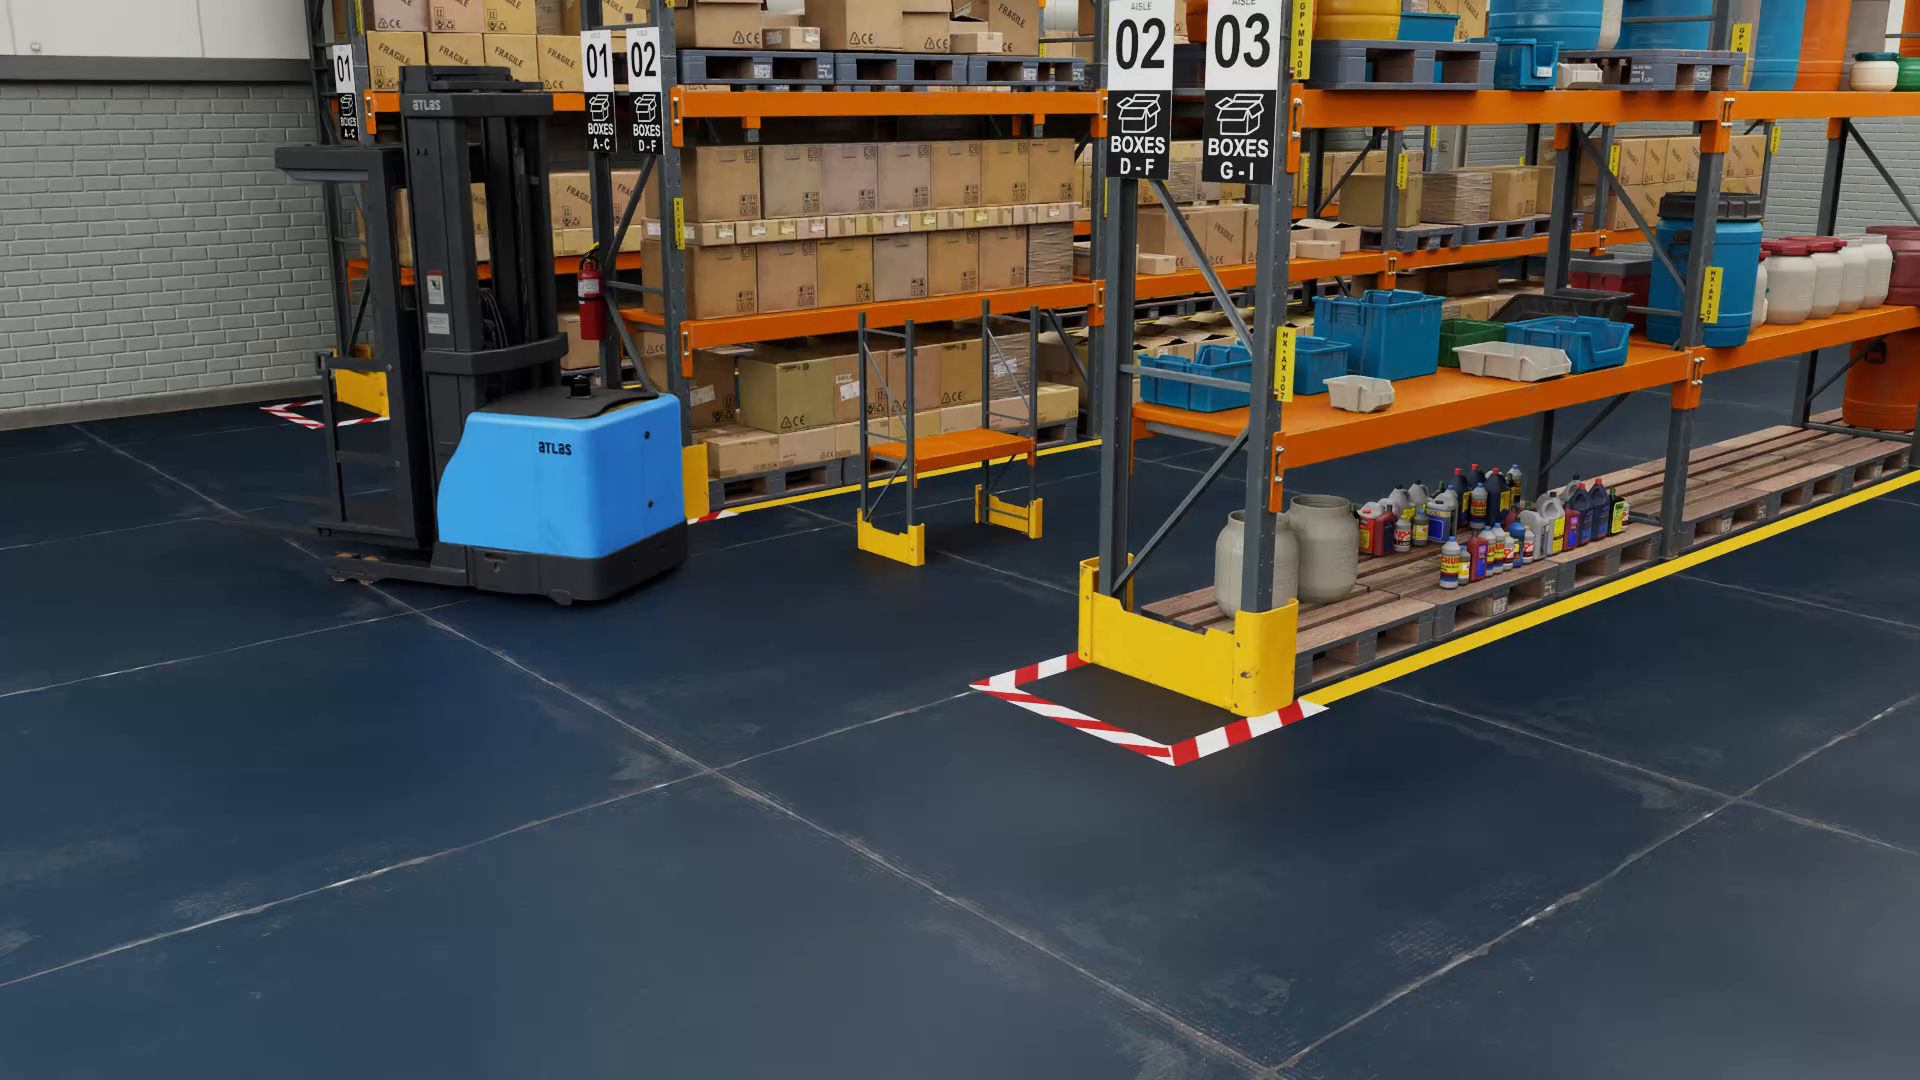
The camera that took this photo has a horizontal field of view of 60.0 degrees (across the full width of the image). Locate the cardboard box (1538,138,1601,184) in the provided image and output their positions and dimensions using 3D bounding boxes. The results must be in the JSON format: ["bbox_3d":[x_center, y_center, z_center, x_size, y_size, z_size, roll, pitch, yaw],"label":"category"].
[{"bbox_3d":[7.080,-4.409,19.313,0.500,0.500,0.500,-13,19,-39],"label":"cardboard box"}]

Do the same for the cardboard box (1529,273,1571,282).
[{"bbox_3d":[7.112,-2.898,19.779,0.500,0.500,0.500,-13,19,-39],"label":"cardboard box"}]

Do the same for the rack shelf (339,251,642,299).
[{"bbox_3d":[-3.930,-2.664,16.304,4.000,0.370,1.077,-13,19,-39],"label":"rack shelf"}]

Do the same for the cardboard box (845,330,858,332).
[{"bbox_3d":[-1.520,-2.580,18.589,0.500,0.500,0.700,-13,20,-40],"label":"cardboard box"}]

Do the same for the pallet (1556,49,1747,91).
[{"bbox_3d":[3.602,-2.638,9.368,1.003,0.211,1.213,-13,19,-39],"label":"pallet"}]

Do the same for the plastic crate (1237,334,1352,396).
[{"bbox_3d":[1.739,-0.924,8.685,0.408,0.251,0.499,-13,19,-39],"label":"plastic crate"}]

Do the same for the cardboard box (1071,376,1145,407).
[{"bbox_3d":[1.300,-1.281,14.247,0.500,0.250,0.500,-13,20,-41],"label":"cardboard box"}]

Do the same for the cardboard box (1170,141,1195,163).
[{"bbox_3d":[2.652,-4.969,21.279,0.500,0.250,0.500,-12,19,-38],"label":"cardboard box"}]

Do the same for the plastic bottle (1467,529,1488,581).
[{"bbox_3d":[2.819,0.075,9.069,0.133,0.283,0.061,-12,19,-38],"label":"plastic bottle"}]

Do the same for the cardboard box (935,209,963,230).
[{"bbox_3d":[-0.190,-2.446,12.642,0.250,0.149,0.380,-12,19,-38],"label":"cardboard box"}]

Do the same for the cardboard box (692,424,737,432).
[{"bbox_3d":[-1.974,-0.732,12.191,0.500,0.250,0.500,-13,19,-39],"label":"cardboard box"}]

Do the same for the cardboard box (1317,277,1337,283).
[{"bbox_3d":[5.015,-3.978,23.861,0.500,0.500,0.700,-12,19,-38],"label":"cardboard box"}]

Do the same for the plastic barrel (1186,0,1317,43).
[{"bbox_3d":[1.347,-2.710,7.626,0.708,0.830,0.600,-13,19,-39],"label":"plastic barrel"}]

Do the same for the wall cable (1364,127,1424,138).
[{"bbox_3d":[6.976,-6.275,26.460,1.851,1.984,0.084,-13,19,-39],"label":"wall cable"}]

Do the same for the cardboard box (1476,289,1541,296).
[{"bbox_3d":[5.927,-2.440,18.064,0.500,0.500,0.500,-12,19,-39],"label":"cardboard box"}]

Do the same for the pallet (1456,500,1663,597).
[{"bbox_3d":[3.548,0.031,10.223,1.213,0.211,1.003,-13,19,-39],"label":"pallet"}]

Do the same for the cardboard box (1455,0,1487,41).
[{"bbox_3d":[4.953,-5.290,16.798,0.500,0.500,0.500,-13,19,-39],"label":"cardboard box"}]

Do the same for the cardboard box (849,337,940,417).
[{"bbox_3d":[-0.501,-1.247,12.666,0.500,0.500,0.500,-13,19,-39],"label":"cardboard box"}]

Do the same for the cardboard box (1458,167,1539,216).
[{"bbox_3d":[5.887,-3.827,18.258,0.500,0.500,0.700,-9,17,-31],"label":"cardboard box"}]

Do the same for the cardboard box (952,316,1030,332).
[{"bbox_3d":[0.278,-1.606,14.010,0.500,0.500,0.500,-13,19,-39],"label":"cardboard box"}]

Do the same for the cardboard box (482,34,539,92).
[{"bbox_3d":[-4.205,-4.360,15.217,0.500,0.500,0.500,-12,19,-37],"label":"cardboard box"}]

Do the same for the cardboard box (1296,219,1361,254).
[{"bbox_3d":[3.547,-2.968,16.221,0.500,0.311,0.500,-11,19,-36],"label":"cardboard box"}]

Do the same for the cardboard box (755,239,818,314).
[{"bbox_3d":[-1.431,-1.924,11.945,0.500,0.500,0.700,-12,19,-38],"label":"cardboard box"}]

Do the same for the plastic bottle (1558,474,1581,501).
[{"bbox_3d":[3.691,-0.217,10.031,0.185,0.351,0.144,-13,19,-39],"label":"plastic bottle"}]

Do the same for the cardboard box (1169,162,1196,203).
[{"bbox_3d":[2.668,-4.608,21.380,0.500,0.500,0.500,-13,19,-39],"label":"cardboard box"}]

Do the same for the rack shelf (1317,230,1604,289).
[{"bbox_3d":[5.359,-3.055,17.770,4.000,0.370,1.077,-13,19,-39],"label":"rack shelf"}]

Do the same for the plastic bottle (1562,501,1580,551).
[{"bbox_3d":[3.545,-0.088,9.679,0.133,0.283,0.061,-11,19,-36],"label":"plastic bottle"}]

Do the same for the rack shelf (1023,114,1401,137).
[{"bbox_3d":[2.342,-3.827,14.846,4.000,0.370,1.077,-13,19,-39],"label":"rack shelf"}]

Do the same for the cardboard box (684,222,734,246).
[{"bbox_3d":[-1.747,-2.095,11.330,0.250,0.149,0.380,-13,20,-40],"label":"cardboard box"}]

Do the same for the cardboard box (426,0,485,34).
[{"bbox_3d":[-4.577,-4.756,14.760,0.500,0.500,0.500,-13,20,-40],"label":"cardboard box"}]

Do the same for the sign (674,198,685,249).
[{"bbox_3d":[-1.825,-2.056,10.804,0.005,0.325,0.100,-13,19,-39],"label":"sign"}]

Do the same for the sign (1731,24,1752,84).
[{"bbox_3d":[4.435,-2.766,9.463,0.005,0.325,0.100,-13,19,-39],"label":"sign"}]

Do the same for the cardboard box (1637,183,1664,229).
[{"bbox_3d":[7.816,-3.911,19.384,0.500,0.500,0.500,-12,19,-38],"label":"cardboard box"}]

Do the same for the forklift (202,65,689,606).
[{"bbox_3d":[-3.209,-1.271,9.828,3.031,2.935,1.130,6,16,21],"label":"forklift"}]

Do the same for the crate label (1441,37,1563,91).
[{"bbox_3d":[2.693,-2.374,8.301,0.408,0.251,0.502,-13,19,-39],"label":"crate label"}]

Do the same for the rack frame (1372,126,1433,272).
[{"bbox_3d":[6.631,-5.383,25.090,0.127,3.000,1.000,-13,19,-39],"label":"rack frame"}]

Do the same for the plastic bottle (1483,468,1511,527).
[{"bbox_3d":[3.295,-0.270,10.230,0.185,0.351,0.144,-13,19,-39],"label":"plastic bottle"}]

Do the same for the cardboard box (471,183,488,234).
[{"bbox_3d":[-4.502,-3.076,15.253,0.500,0.500,0.500,-13,19,-39],"label":"cardboard box"}]

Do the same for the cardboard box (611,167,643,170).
[{"bbox_3d":[-3.306,-3.524,16.928,0.500,0.500,0.500,-13,20,-40],"label":"cardboard box"}]

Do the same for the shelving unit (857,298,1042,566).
[{"bbox_3d":[-0.058,-0.712,10.508,1.083,1.500,0.587,-13,19,-39],"label":"shelving unit"}]

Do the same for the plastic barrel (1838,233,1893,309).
[{"bbox_3d":[6.463,-1.937,11.973,0.421,0.512,0.421,0,15,0],"label":"plastic barrel"}]

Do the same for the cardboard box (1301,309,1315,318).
[{"bbox_3d":[3.617,-2.073,16.125,0.500,0.311,0.500,-12,19,-38],"label":"cardboard box"}]

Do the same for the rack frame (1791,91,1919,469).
[{"bbox_3d":[7.099,-2.099,12.796,0.127,3.000,1.000,-13,19,-39],"label":"rack frame"}]

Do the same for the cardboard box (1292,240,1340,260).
[{"bbox_3d":[3.353,-2.736,15.669,0.250,0.149,0.380,-13,19,-39],"label":"cardboard box"}]

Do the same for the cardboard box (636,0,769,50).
[{"bbox_3d":[-1.748,-3.575,11.223,0.637,0.503,0.797,-11,18,-36],"label":"cardboard box"}]

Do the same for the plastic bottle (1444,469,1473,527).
[{"bbox_3d":[3.058,-0.266,10.215,0.185,0.351,0.144,-14,20,-42],"label":"plastic bottle"}]

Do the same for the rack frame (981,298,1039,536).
[{"bbox_3d":[0.319,-0.796,10.825,0.032,1.500,0.500,-13,19,-39],"label":"rack frame"}]

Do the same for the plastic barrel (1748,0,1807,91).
[{"bbox_3d":[5.310,-3.463,11.118,0.708,0.901,0.600,-13,19,-39],"label":"plastic barrel"}]

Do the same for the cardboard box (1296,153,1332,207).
[{"bbox_3d":[4.588,-5.062,23.306,0.700,0.700,0.980,-13,20,-41],"label":"cardboard box"}]

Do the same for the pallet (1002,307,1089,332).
[{"bbox_3d":[1.240,-2.799,20.821,1.213,0.211,1.003,-13,19,-39],"label":"pallet"}]

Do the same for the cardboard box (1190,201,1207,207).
[{"bbox_3d":[2.984,-4.343,21.643,0.250,0.149,0.380,-13,19,-39],"label":"cardboard box"}]

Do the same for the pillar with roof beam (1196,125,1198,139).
[{"bbox_3d":[6.400,-7.053,19.716,0.400,9.000,9.100,-13,19,-39],"label":"pillar with roof beam"}]
